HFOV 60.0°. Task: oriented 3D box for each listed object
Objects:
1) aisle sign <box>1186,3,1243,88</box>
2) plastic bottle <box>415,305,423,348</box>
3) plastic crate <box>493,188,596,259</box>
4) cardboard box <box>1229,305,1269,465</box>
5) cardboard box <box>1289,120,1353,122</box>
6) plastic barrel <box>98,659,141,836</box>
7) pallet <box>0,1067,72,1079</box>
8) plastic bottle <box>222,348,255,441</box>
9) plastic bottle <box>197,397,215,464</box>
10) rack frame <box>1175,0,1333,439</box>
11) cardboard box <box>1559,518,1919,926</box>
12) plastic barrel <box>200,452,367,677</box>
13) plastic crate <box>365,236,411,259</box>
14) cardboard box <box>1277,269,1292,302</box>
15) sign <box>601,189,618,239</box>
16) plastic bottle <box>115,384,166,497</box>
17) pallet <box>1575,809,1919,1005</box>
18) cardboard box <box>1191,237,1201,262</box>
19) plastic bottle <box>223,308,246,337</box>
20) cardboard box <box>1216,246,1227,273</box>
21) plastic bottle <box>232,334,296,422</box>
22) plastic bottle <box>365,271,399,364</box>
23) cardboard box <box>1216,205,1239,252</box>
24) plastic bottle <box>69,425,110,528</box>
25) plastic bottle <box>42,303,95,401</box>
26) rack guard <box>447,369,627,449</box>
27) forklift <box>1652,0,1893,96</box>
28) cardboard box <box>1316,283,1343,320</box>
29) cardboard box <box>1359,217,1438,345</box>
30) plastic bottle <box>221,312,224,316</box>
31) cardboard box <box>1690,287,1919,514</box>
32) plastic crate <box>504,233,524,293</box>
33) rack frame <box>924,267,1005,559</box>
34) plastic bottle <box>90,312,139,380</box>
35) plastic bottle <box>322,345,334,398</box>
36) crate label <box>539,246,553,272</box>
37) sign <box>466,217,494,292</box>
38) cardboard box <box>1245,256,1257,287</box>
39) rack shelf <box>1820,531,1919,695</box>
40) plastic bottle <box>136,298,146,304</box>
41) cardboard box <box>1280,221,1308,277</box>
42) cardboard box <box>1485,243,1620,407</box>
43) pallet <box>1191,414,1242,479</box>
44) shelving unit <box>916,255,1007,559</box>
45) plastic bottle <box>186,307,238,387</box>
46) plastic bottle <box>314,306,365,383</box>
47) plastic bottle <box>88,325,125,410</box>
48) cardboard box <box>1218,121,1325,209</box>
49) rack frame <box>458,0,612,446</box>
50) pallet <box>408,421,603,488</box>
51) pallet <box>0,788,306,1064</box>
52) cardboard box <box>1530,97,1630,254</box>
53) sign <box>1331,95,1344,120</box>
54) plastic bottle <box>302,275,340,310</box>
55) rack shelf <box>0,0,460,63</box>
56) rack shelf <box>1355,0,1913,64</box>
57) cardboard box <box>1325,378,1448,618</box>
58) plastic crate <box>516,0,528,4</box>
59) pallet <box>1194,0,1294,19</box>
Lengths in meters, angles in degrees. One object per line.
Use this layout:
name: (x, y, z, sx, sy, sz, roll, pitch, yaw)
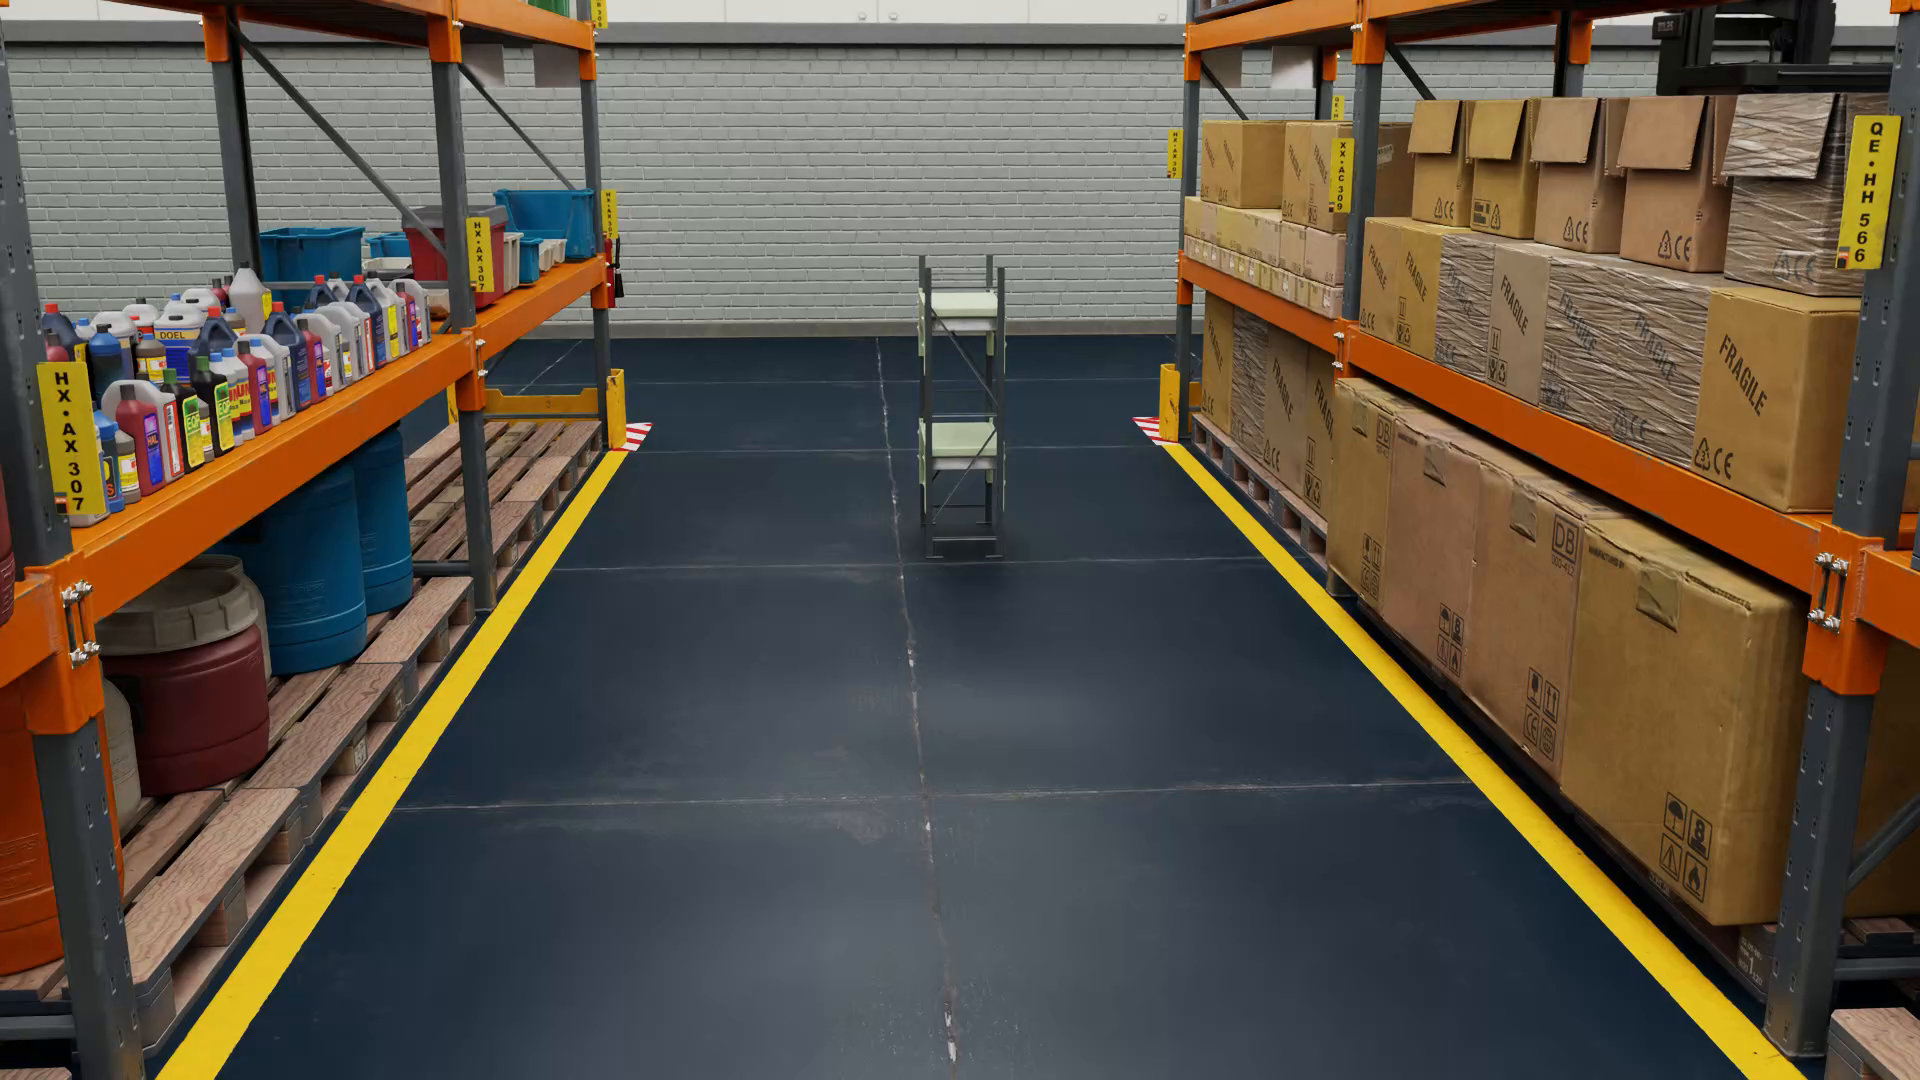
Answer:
aisle sign: (1.722, -3.462, 11.245, 0.394, 0.787, 0.004, -1, 14, -3)
plastic bottle: (-2.289, -0.901, 6.906, 0.097, 0.201, 0.097, 0, 14, 0)
plastic crate: (-2.711, -2.079, 10.896, 0.616, 0.435, 0.499, -1, 14, -3)
cardboard box: (2.201, -0.980, 10.236, 0.875, 0.875, 0.875, -1, 14, -3)
cardboard box: (2.318, -2.507, 10.950, 0.500, 0.500, 0.500, -1, 14, -3)
plastic barrel: (-2.594, 0.617, 4.757, 0.421, 0.512, 0.421, 0, 14, 0)
pallet: (-2.413, 1.420, 3.083, 1.003, 0.211, 1.213, -1, 14, -3)
plastic bottle: (-2.164, -0.433, 4.948, 0.097, 0.271, 0.097, 0, 14, 0)
plastic bottle: (-2.143, -0.318, 4.639, 0.097, 0.201, 0.097, 0, 14, 0)
rack frame: (2.025, -2.190, 11.517, 1.000, 3.000, 0.127, -1, 14, -3)
cardboard box: (2.499, 0.454, 4.665, 1.225, 0.875, 0.875, -2, 15, -6)
plastic barrel: (-2.610, 0.006, 6.351, 0.600, 0.901, 0.708, -1, 14, -3)
plastic crate: (-3.131, -1.593, 9.412, 0.416, 0.233, 0.300, -1, 14, -3)
cardboard box: (1.880, -1.336, 8.703, 0.380, 0.149, 0.250, -1, 14, -2)
sign: (-2.370, -2.205, 11.248, 0.100, 0.325, 0.005, -1, 14, -3)
plastic bottle: (-2.101, -0.262, 4.260, 0.061, 0.283, 0.133, -1, 14, -3)
pallet: (2.547, 0.953, 4.898, 1.003, 0.211, 1.213, -1, 14, -3)
cardboard box: (1.735, -1.911, 10.938, 0.380, 0.149, 0.250, -1, 14, -4)
plastic bottle: (-2.876, -0.817, 6.580, 0.097, 0.201, 0.097, 0, 14, 0)
cardboard box: (1.784, -1.719, 10.192, 0.380, 0.149, 0.250, -1, 14, -5)
plastic bottle: (-2.212, -0.521, 5.281, 0.152, 0.276, 0.135, -1, 14, -3)
plastic bottle: (-2.287, -0.871, 6.491, 0.144, 0.351, 0.185, -1, 14, -3)
cardboard box: (1.852, -1.883, 10.031, 0.500, 0.250, 0.500, -1, 14, -5)
plastic bottle: (-2.127, -0.176, 3.940, 0.152, 0.276, 0.135, -1, 14, -3)
plastic bottle: (-2.932, -0.597, 5.427, 0.144, 0.351, 0.185, -1, 14, -3)
rack guard: (-2.932, -0.908, 11.554, 1.175, 0.500, 0.348, -1, 14, -3)
forklift: (4.569, -1.603, 9.373, 1.130, 2.935, 3.031, -1, 14, -5)
cardboard box: (1.927, -1.144, 7.957, 0.380, 0.149, 0.250, -1, 14, -3)
cardboard box: (2.052, -1.125, 7.179, 0.500, 0.500, 0.500, -1, 14, -3)
plastic bottle: (-3.040, -0.863, 6.759, 0.097, 0.201, 0.097, 0, 14, 0)
cardboard box: (2.243, -0.367, 4.234, 0.500, 0.500, 0.500, 0, 14, -2)
plastic crate: (-2.581, -1.473, 8.848, 0.437, 0.282, 0.530, -1, 14, -3)
rack frame: (0.023, -0.634, 8.479, 0.400, 1.500, 0.023, -1, 14, -3)
plastic bottle: (-2.950, -0.649, 5.779, 0.152, 0.276, 0.135, -1, 14, -3)
plastic bottle: (-2.212, -0.593, 5.711, 0.097, 0.201, 0.097, 0, 14, 0)
crate label: (-2.642, -1.673, 9.919, 0.396, 0.136, 0.243, -1, 14, -3)
sign: (-2.121, -1.260, 7.350, 0.100, 0.325, 0.005, -1, 14, -3)
cardboard box: (1.833, -1.527, 9.445, 0.380, 0.149, 0.250, -1, 14, -3)
rack shelf: (2.645, 0.646, 1.941, 1.077, 0.370, 4.000, -1, 14, -3)
plastic bottle: (-3.018, -0.743, 6.130, 0.061, 0.283, 0.133, -1, 14, -3)
cardboard box: (1.949, -1.501, 8.543, 0.500, 0.250, 0.500, 0, 14, -2)
cardboard box: (2.152, -0.747, 5.710, 0.500, 0.500, 0.500, -1, 14, -2)
pallet: (2.153, -0.642, 11.096, 1.003, 0.211, 1.213, -1, 14, -3)
shelving unit: (0.000, -0.725, 8.833, 0.431, 1.500, 0.755, -1, 14, -3)
plastic bottle: (-2.362, -0.561, 5.287, 0.144, 0.351, 0.185, -1, 14, -3)
plastic bottle: (-2.261, -0.716, 6.037, 0.152, 0.276, 0.135, -1, 14, -3)
plastic bottle: (-2.814, -0.572, 5.487, 0.097, 0.271, 0.097, 0, 14, 0)
cardboard box: (1.855, -2.248, 9.941, 0.500, 0.500, 0.500, -1, 14, -5)
rack frame: (-2.918, -2.113, 11.220, 1.000, 3.000, 0.127, -1, 14, -3)
pallet: (-2.906, -0.557, 10.768, 1.003, 0.211, 1.213, -1, 14, -3)
pallet: (-2.513, 1.031, 4.594, 1.003, 0.211, 1.213, -1, 14, -3)
cardboard box: (2.406, -1.245, 5.632, 0.797, 0.503, 0.637, 0, 14, -2)
sign: (2.568, -2.870, 11.362, 0.100, 0.325, 0.005, -1, 14, -3)
plastic bottle: (-2.419, -0.823, 6.303, 0.144, 0.351, 0.185, -1, 14, -3)
rack shelf: (-2.546, -1.725, 5.136, 1.077, 0.370, 4.000, -1, 14, -3)
rack shelf: (2.397, -1.802, 5.433, 1.077, 0.370, 4.000, -1, 14, -3)
cardboard box: (2.333, -0.210, 7.246, 1.225, 0.875, 0.875, -1, 14, -3)
plastic crate: (-2.542, -2.928, 8.897, 0.437, 0.136, 0.530, -1, 14, -3)
pallet: (2.082, -3.415, 10.438, 1.003, 0.211, 1.213, -1, 14, -3)
